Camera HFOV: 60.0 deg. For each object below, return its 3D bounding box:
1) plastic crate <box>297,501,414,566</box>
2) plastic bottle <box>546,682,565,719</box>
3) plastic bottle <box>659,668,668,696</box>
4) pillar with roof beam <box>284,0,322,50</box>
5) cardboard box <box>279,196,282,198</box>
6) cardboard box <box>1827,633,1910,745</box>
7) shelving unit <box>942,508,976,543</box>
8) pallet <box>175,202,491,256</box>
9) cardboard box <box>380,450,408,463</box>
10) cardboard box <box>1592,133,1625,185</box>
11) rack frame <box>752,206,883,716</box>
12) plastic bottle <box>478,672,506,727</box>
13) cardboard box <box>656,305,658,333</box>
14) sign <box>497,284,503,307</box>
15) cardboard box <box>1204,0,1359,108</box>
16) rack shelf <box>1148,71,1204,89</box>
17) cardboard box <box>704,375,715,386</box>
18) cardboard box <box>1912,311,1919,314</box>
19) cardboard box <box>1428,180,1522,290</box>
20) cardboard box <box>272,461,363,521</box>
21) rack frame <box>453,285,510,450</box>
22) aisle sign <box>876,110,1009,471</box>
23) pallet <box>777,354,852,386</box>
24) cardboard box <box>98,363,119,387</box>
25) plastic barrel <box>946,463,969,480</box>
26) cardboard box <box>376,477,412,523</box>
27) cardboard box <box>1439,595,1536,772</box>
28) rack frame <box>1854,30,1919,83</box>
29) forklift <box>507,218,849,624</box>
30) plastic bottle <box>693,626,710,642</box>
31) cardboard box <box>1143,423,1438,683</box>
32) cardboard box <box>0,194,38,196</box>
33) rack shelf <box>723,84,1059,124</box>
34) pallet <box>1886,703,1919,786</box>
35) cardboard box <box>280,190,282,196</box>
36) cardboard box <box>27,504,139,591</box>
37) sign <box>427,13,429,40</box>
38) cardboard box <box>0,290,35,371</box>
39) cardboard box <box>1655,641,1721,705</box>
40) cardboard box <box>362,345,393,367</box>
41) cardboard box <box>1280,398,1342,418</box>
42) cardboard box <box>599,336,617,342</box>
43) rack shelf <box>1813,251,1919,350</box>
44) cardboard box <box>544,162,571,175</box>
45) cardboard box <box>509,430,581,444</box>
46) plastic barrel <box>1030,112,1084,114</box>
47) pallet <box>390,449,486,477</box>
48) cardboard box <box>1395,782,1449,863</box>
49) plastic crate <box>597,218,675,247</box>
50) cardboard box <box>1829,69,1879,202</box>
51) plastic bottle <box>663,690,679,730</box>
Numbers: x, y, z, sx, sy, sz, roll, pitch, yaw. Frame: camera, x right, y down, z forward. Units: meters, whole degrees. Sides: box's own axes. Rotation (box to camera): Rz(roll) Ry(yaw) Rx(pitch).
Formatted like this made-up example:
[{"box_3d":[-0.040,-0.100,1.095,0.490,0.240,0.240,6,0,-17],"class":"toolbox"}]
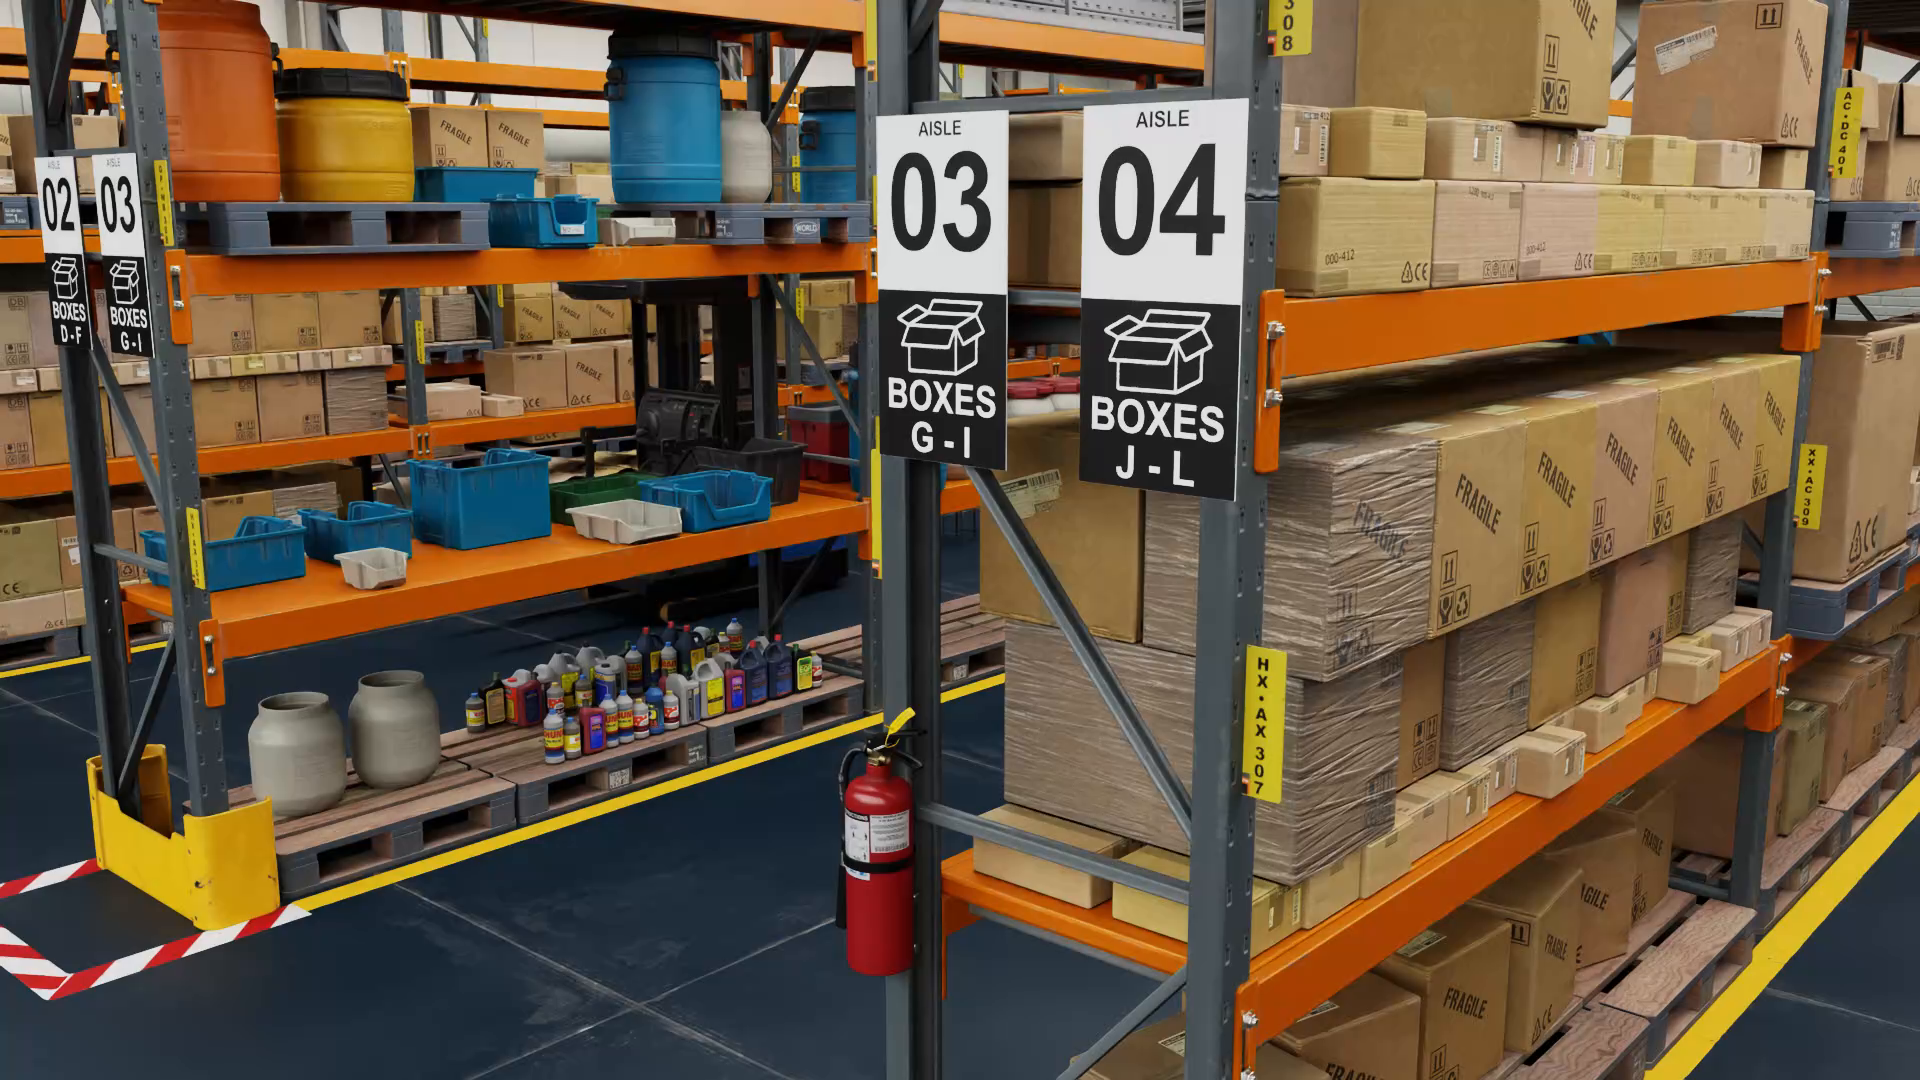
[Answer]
[{"box_3d":[-2.960,-0.037,8.156,0.499,0.251,0.408,10,15,40],"class":"plastic crate"},{"box_3d":[-2.231,0.886,9.175,0.097,0.201,0.097,0,11,0],"class":"plastic bottle"},{"box_3d":[-1.597,0.843,9.185,0.061,0.283,0.133,10,15,40],"class":"plastic bottle"},{"box_3d":[-3.933,-4.666,15.639,9.100,9.000,0.400,10,15,40],"class":"pillar with roof beam"},{"box_3d":[-7.065,-3.750,17.379,0.500,0.500,0.500,9,14,38],"class":"cardboard box"},{"box_3d":[4.719,0.755,9.070,0.700,0.500,0.500,8,14,36],"class":"cardboard box"},{"box_3d":[-0.010,-0.586,15.122,0.258,1.200,0.189,10,15,40],"class":"shelving unit"},{"box_3d":[-2.879,-1.390,7.375,1.003,0.211,1.213,10,15,40],"class":"pallet"},{"box_3d":[-6.523,-1.177,18.744,0.700,0.500,0.500,10,15,40],"class":"cardboard box"},{"box_3d":[1.755,-1.136,4.985,0.380,0.149,0.250,9,14,38],"class":"cardboard box"},{"box_3d":[-0.858,-0.491,10.051,1.000,3.000,0.127,10,15,40],"class":"rack frame"},{"box_3d":[-2.552,0.867,9.062,0.061,0.283,0.133,10,15,42],"class":"plastic bottle"},{"box_3d":[-3.802,-2.904,21.066,0.500,0.500,0.500,10,15,40],"class":"cardboard box"},{"box_3d":[-5.245,-2.821,18.961,0.100,0.325,0.005,10,15,40],"class":"sign"},{"box_3d":[1.055,-1.434,4.822,0.500,0.500,0.500,10,15,40],"class":"cardboard box"},{"box_3d":[3.103,-3.767,13.993,1.077,0.370,4.000,10,15,40],"class":"rack shelf"},{"box_3d":[-2.322,-1.429,15.390,0.380,0.149,0.250,10,15,40],"class":"cardboard box"},{"box_3d":[6.868,-1.281,11.188,0.797,0.503,0.637,10,15,42],"class":"cardboard box"},{"box_3d":[1.070,-0.774,4.191,0.500,0.250,0.500,9,15,39],"class":"cardboard box"},{"box_3d":[-5.118,-0.330,13.276,0.500,0.500,0.500,10,15,40],"class":"cardboard box"},{"box_3d":[-5.659,-2.361,19.411,1.000,3.000,0.127,10,15,40],"class":"rack frame"},{"box_3d":[-0.044,-0.567,3.792,0.394,0.787,0.004,10,15,40],"class":"aisle sign"},{"box_3d":[-1.541,-1.735,16.770,1.213,0.211,1.003,10,15,40],"class":"pallet"},{"box_3d":[-5.947,-1.130,11.340,0.380,0.149,0.250,10,15,40],"class":"cardboard box"},{"box_3d":[-0.062,-0.670,10.601,0.433,0.535,0.433,0,11,0],"class":"plastic barrel"},{"box_3d":[-4.524,-0.361,13.917,0.500,0.311,0.500,10,15,40],"class":"cardboard box"},{"box_3d":[1.208,0.308,5.033,0.875,0.500,0.500,10,15,40],"class":"cardboard box"},{"box_3d":[5.503,-3.381,9.204,1.000,3.000,0.127,10,15,40],"class":"rack frame"},{"box_3d":[-2.278,-0.934,12.445,1.130,2.935,3.031,10,15,42],"class":"forklift"},{"box_3d":[-1.590,0.670,10.068,0.152,0.276,0.135,10,15,42],"class":"plastic bottle"},{"box_3d":[0.790,0.007,3.990,0.500,0.500,0.500,10,15,40],"class":"cardboard box"},{"box_3d":[-8.791,-3.123,15.262,0.500,0.500,0.500,8,14,36],"class":"cardboard box"},{"box_3d":[-0.616,-4.408,17.202,1.077,0.370,4.000,10,15,40],"class":"rack shelf"},{"box_3d":[4.986,1.043,9.490,1.003,0.211,1.213,10,15,40],"class":"pallet"},{"box_3d":[-5.107,-2.887,12.701,0.500,0.500,0.500,-11,15,-43],"class":"cardboard box"},{"box_3d":[-6.047,0.032,11.466,0.500,0.500,0.500,10,15,40],"class":"cardboard box"},{"box_3d":[-6.079,-5.909,19.073,0.100,0.325,0.005,10,15,40],"class":"sign"},{"box_3d":[-6.521,-1.382,10.942,0.700,0.500,0.500,9,15,39],"class":"cardboard box"},{"box_3d":[2.478,0.458,5.941,0.380,0.149,0.250,10,15,40],"class":"cardboard box"},{"box_3d":[-4.595,-1.432,12.848,0.380,0.149,0.250,10,15,40],"class":"cardboard box"},{"box_3d":[0.725,-0.135,4.699,0.500,0.500,0.500,10,15,40],"class":"cardboard box"},{"box_3d":[-4.440,-2.459,20.492,0.380,0.149,0.250,10,15,41],"class":"cardboard box"},{"box_3d":[4.183,-1.263,8.095,1.077,0.370,4.000,10,15,40],"class":"rack shelf"},{"box_3d":[-5.072,-4.260,19.883,0.700,0.500,0.500,9,14,37],"class":"cardboard box"},{"box_3d":[-5.075,-1.604,20.037,0.750,0.750,0.750,10,15,40],"class":"cardboard box"},{"box_3d":[0.646,-2.572,11.715,0.600,0.830,0.708,10,15,40],"class":"plastic barrel"},{"box_3d":[-6.176,-0.878,19.109,1.003,0.211,1.213,10,15,40],"class":"pallet"},{"box_3d":[1.095,0.741,4.522,0.380,0.149,0.250,10,15,40],"class":"cardboard box"},{"box_3d":[-1.614,-1.544,8.339,0.243,0.136,0.396,10,15,40],"class":"plastic crate"},{"box_3d":[3.247,-1.635,6.782,0.797,0.503,0.637,9,14,38],"class":"cardboard box"},{"box_3d":[-1.574,0.917,9.020,0.097,0.201,0.097,0,11,0],"class":"plastic bottle"}]
